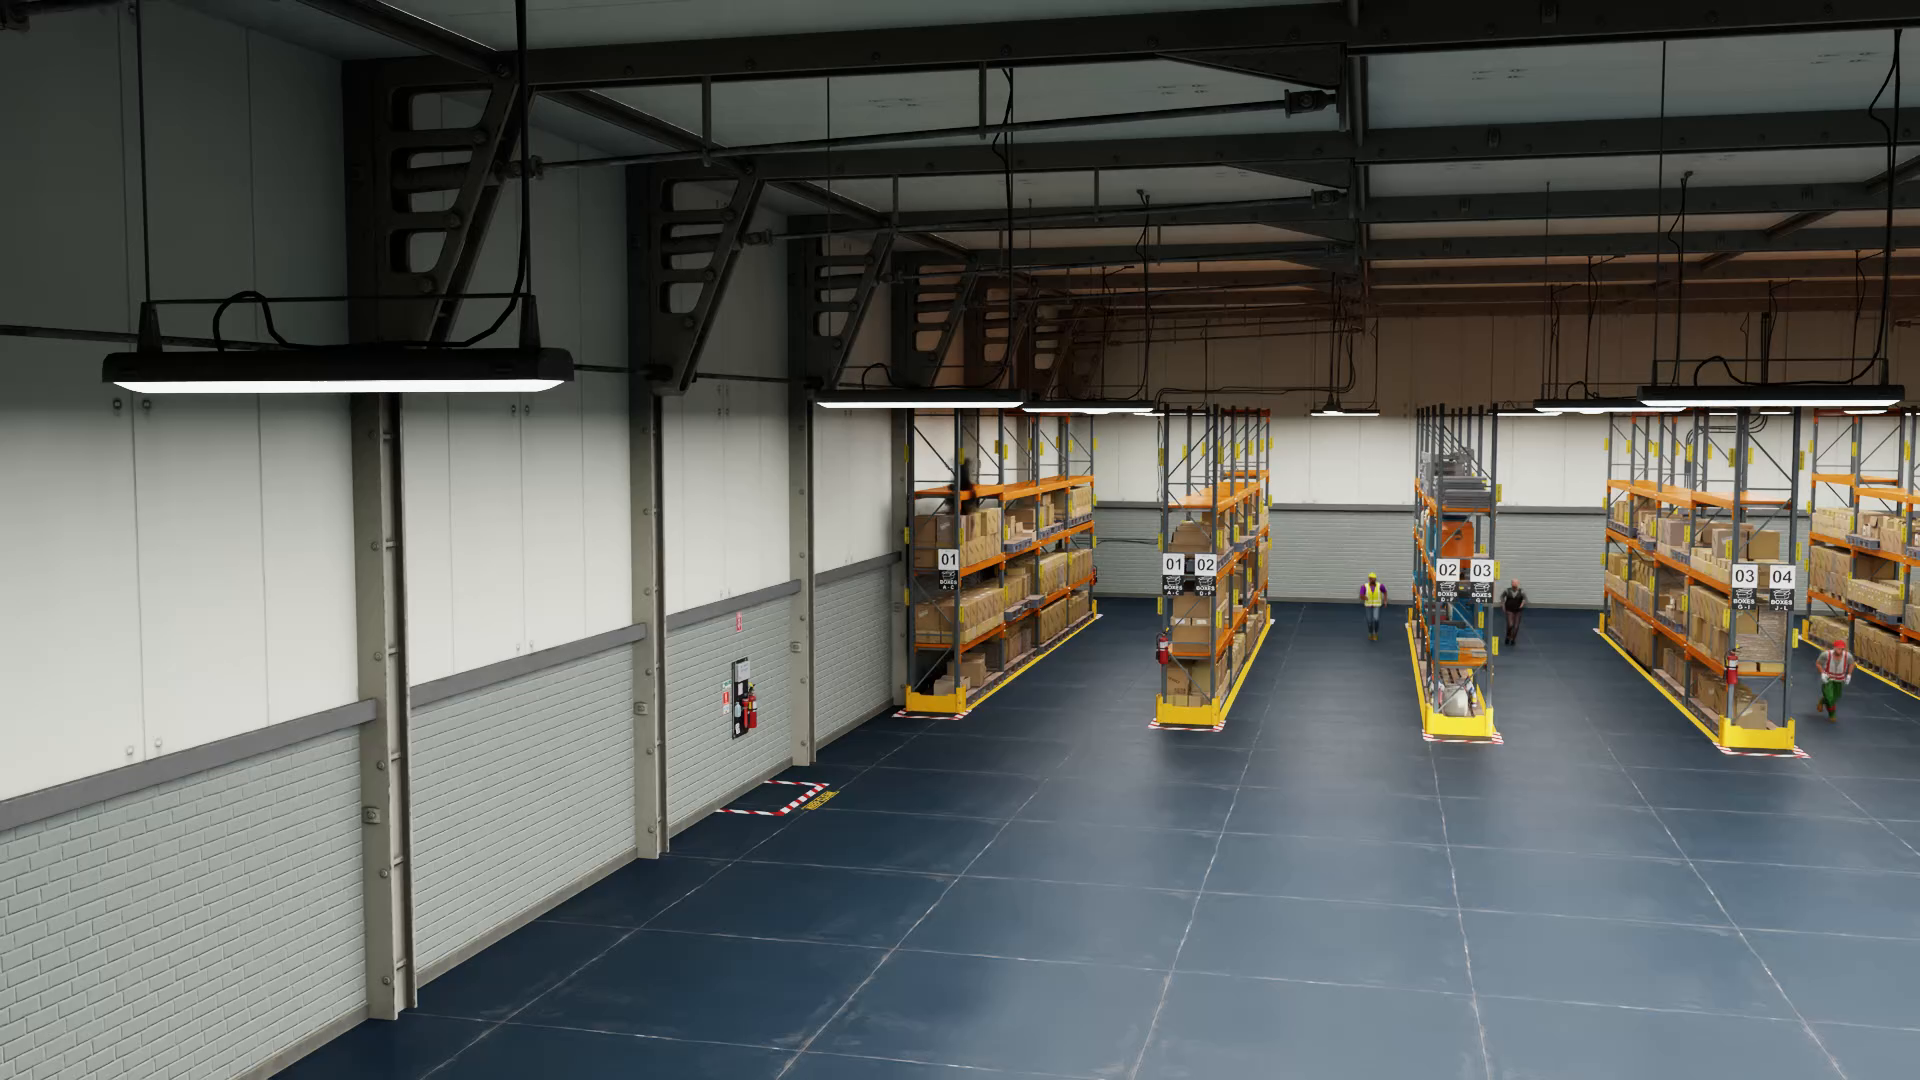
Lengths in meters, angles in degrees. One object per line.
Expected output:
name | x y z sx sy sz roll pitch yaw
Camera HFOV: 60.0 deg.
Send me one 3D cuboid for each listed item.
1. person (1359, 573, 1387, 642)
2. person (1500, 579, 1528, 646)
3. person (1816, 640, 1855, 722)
person | 10.624 1.732 42.795 0.675 1.786 0.804 1 4 17
person | 13.977 1.824 41.911 0.652 1.707 0.672 1 4 9
person | 16.508 2.637 31.434 0.661 1.596 1.029 1 4 11
